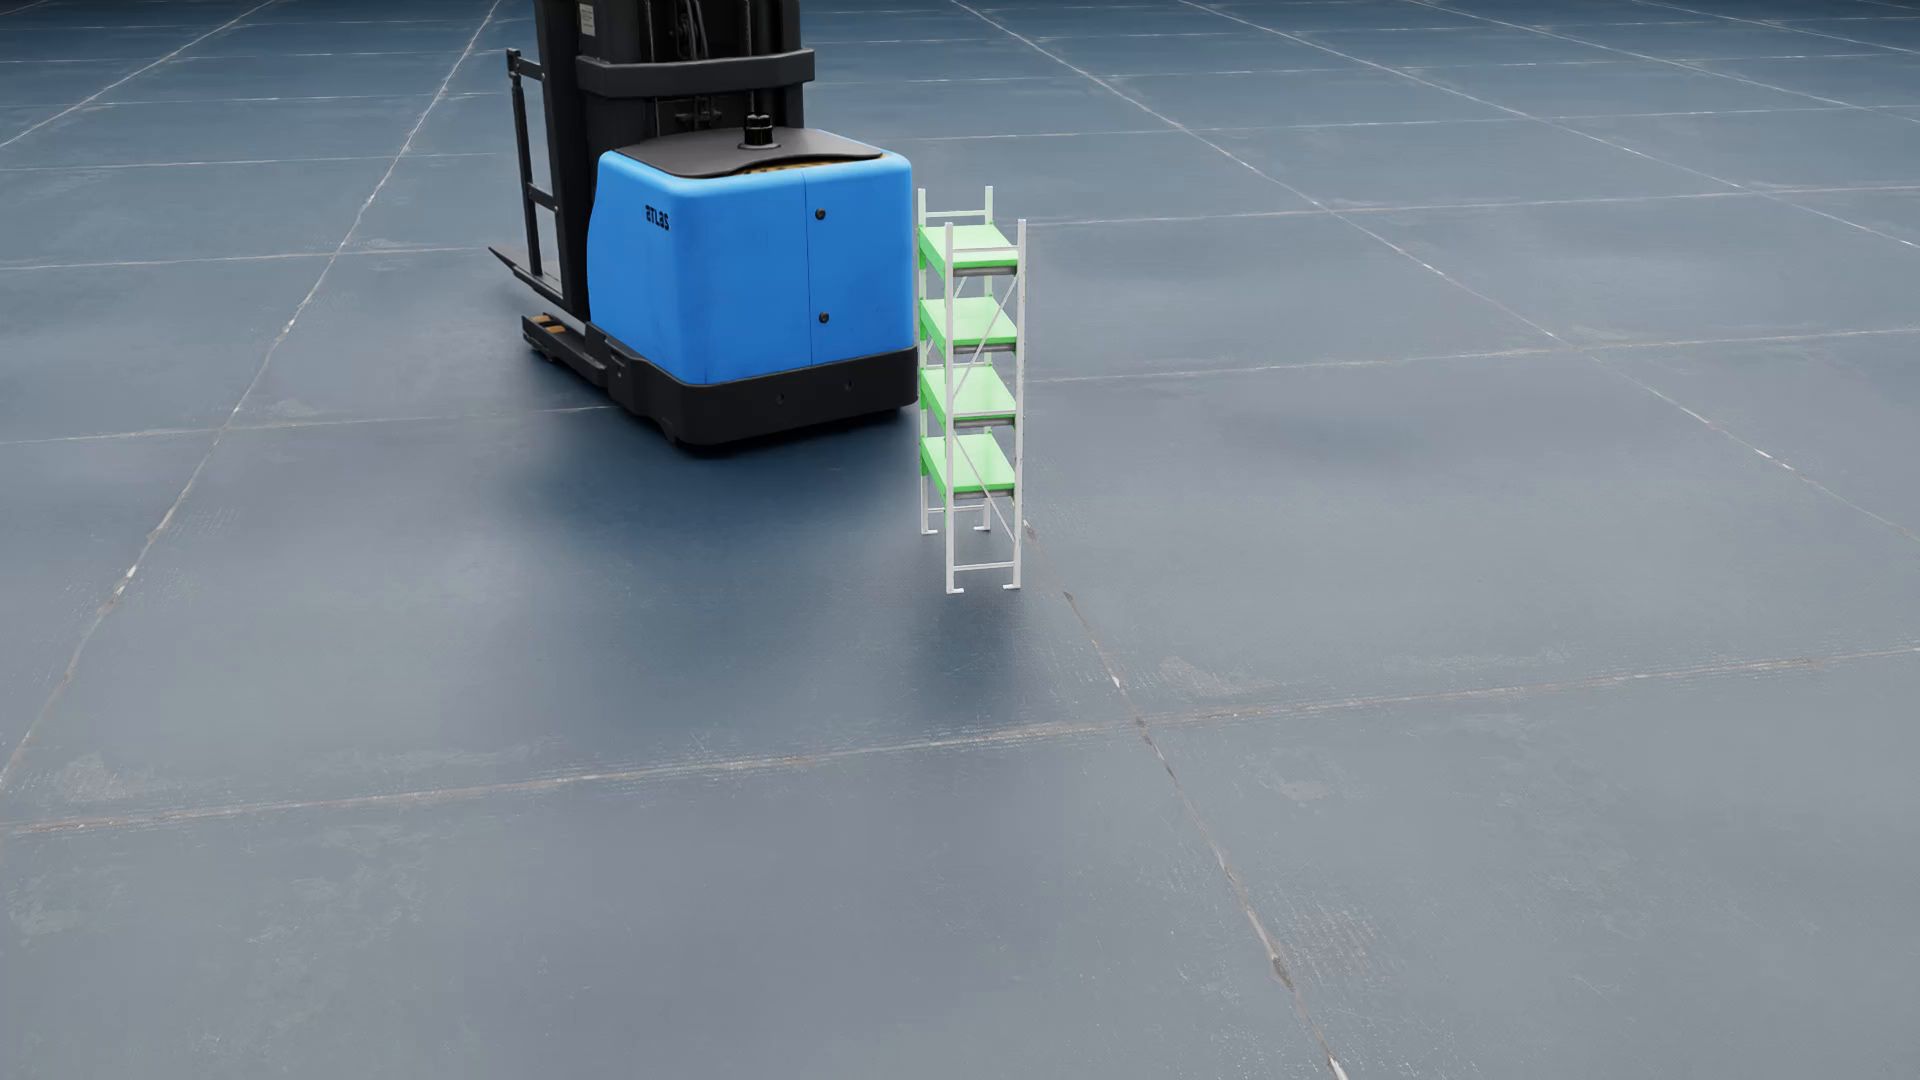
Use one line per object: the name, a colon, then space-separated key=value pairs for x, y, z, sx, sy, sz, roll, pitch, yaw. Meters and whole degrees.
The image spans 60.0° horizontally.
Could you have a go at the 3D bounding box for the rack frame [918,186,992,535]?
rack frame: x=-0.015 y=-0.581 z=5.581 sx=0.240 sy=1.200 sz=0.015 roll=-4 pitch=24 yaw=-10

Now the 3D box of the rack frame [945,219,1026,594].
rack frame: x=0.076 y=-0.389 z=5.141 sx=0.240 sy=1.200 sz=0.015 roll=-4 pitch=24 yaw=-10

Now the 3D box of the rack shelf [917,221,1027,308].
rack shelf: x=0.031 y=-0.866 z=5.194 sx=0.258 sy=0.148 sz=0.480 roll=-4 pitch=24 yaw=-10

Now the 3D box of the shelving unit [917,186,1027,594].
shelving unit: x=0.031 y=-0.485 z=5.361 sx=0.258 sy=1.200 sz=0.503 roll=-4 pitch=24 yaw=-10

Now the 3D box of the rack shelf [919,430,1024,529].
rack shelf: x=0.031 y=-0.206 z=5.482 sx=0.258 sy=0.148 sz=0.480 roll=-4 pitch=24 yaw=-10

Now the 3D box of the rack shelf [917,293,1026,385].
rack shelf: x=0.031 y=-0.646 z=5.290 sx=0.258 sy=0.148 sz=0.480 roll=-4 pitch=24 yaw=-10

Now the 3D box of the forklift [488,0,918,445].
forklift: x=-1.386 y=-2.250 z=7.239 sx=1.130 sy=2.935 sz=3.031 roll=-14 pitch=27 yaw=-29

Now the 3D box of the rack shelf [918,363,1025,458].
rack shelf: x=0.031 y=-0.426 z=5.386 sx=0.258 sy=0.148 sz=0.480 roll=-4 pitch=24 yaw=-10
